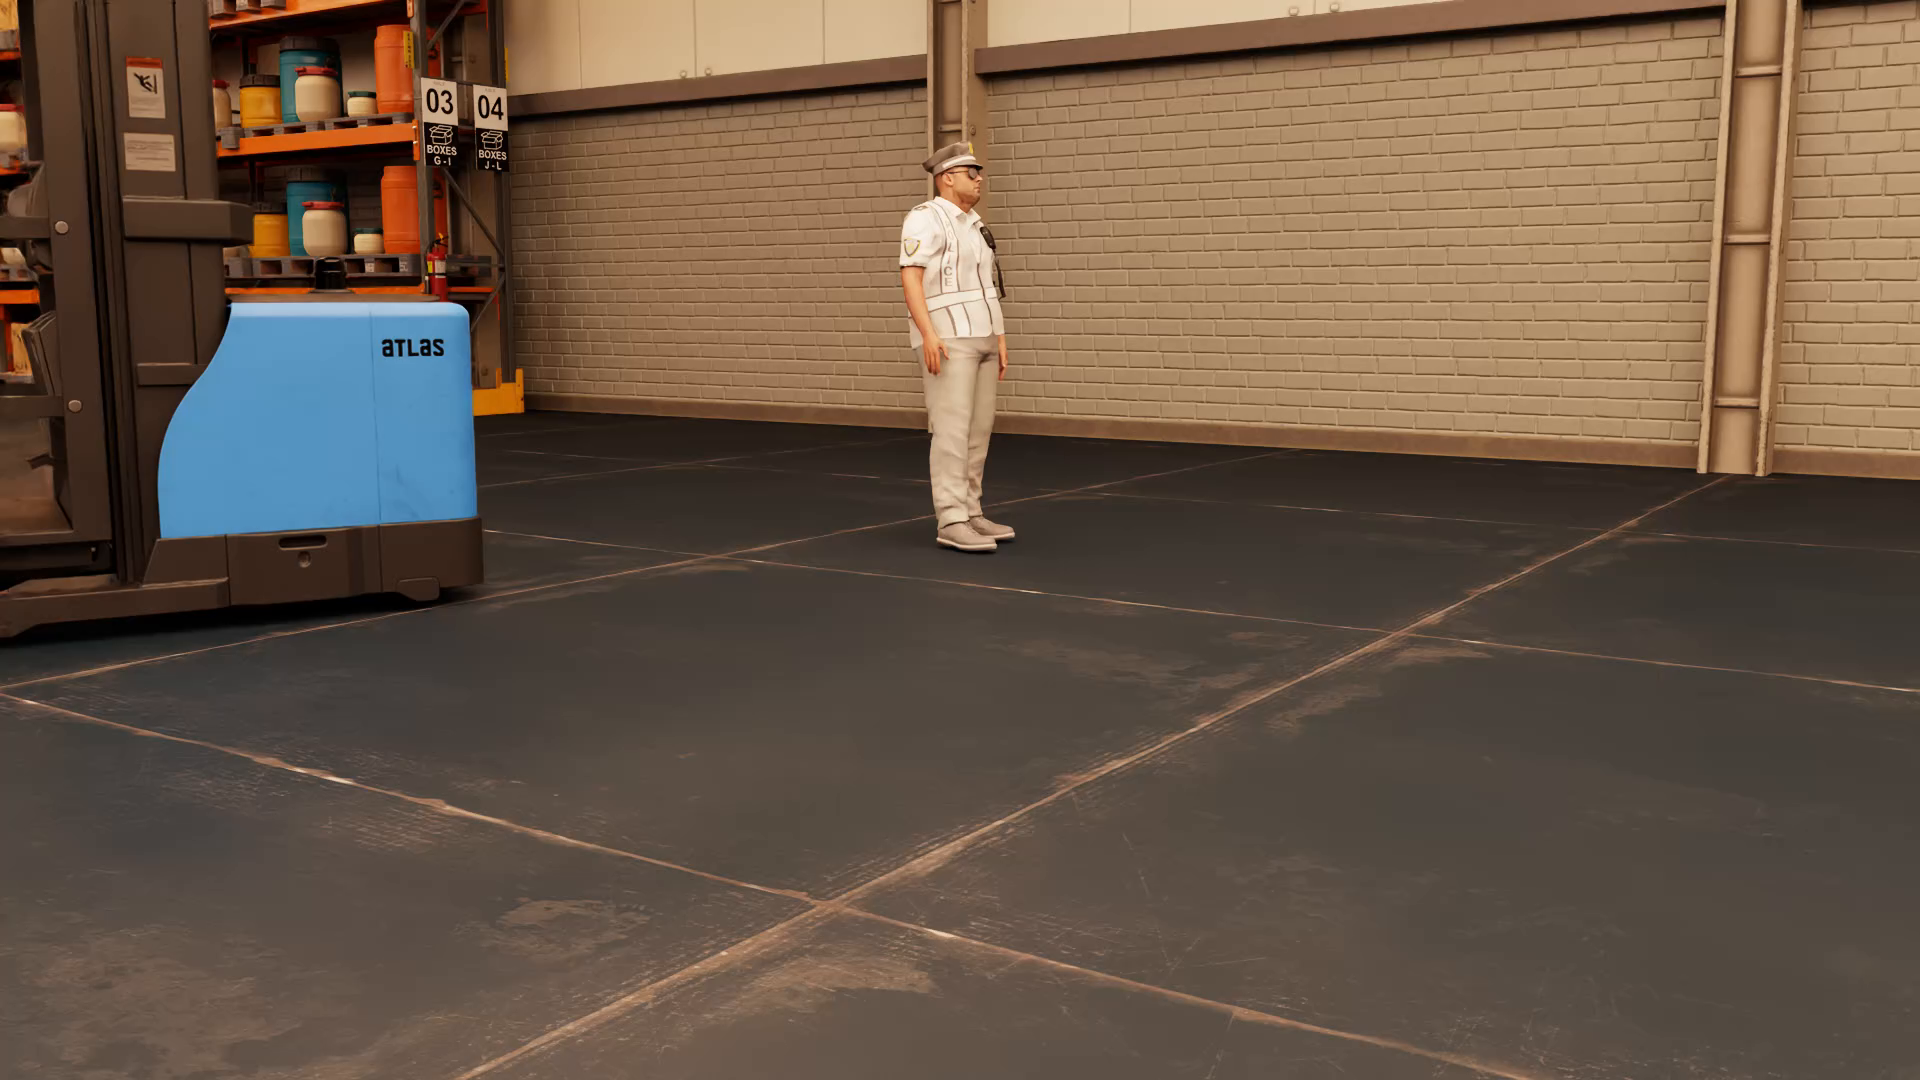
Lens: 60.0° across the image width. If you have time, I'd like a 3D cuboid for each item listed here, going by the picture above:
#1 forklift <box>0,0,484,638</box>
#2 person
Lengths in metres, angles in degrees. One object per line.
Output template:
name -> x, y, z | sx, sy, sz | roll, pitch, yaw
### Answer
forklift -> -3.255, -1.175, 5.458 | 3.031, 2.935, 1.130 | -5, 9, -31
person -> 0.057, -0.880, 7.425 | 0.575, 1.778, 0.640 | 5, 10, 34
